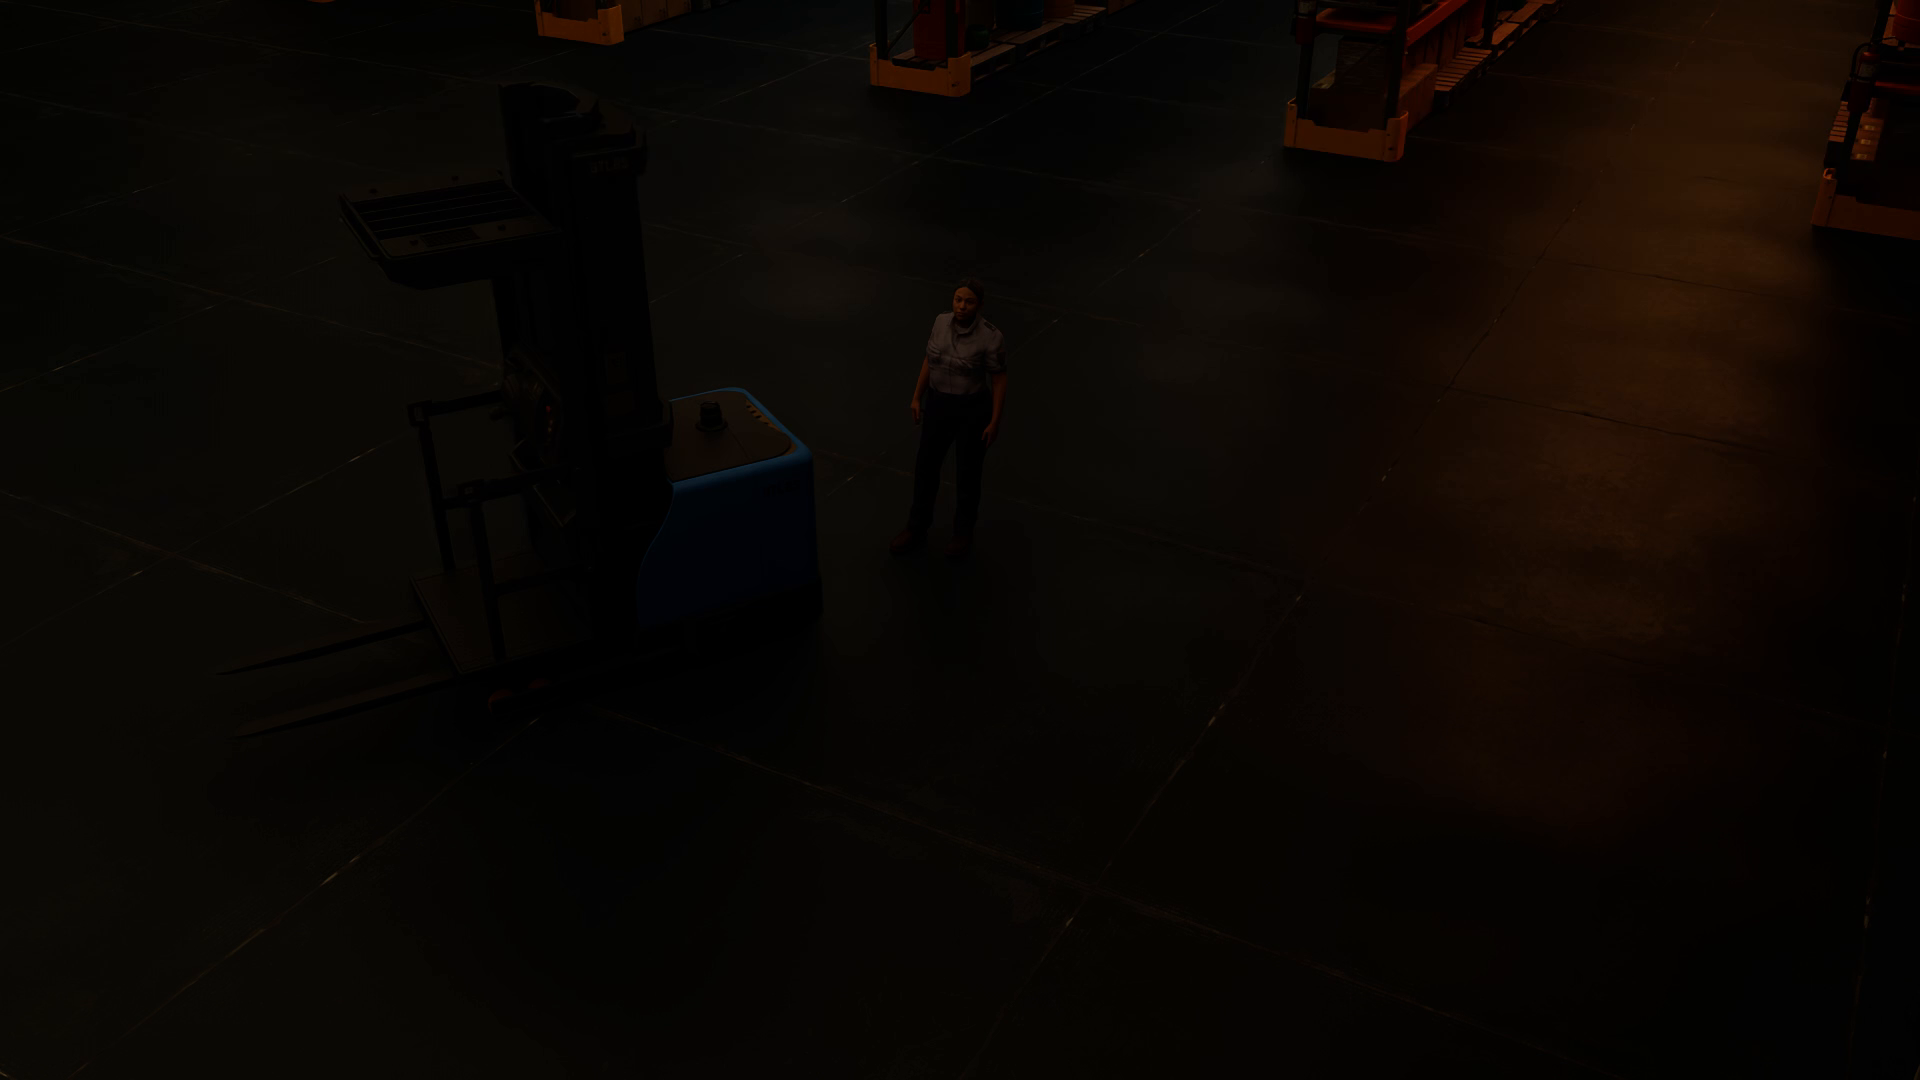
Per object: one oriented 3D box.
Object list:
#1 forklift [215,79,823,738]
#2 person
[{"bbox_3d":[-2.296,-0.651,8.199,3.031,2.935,1.130,-16,33,-25],"label":"forklift"},{"bbox_3d":[-0.064,-0.686,9.529,0.598,1.651,0.502,15,33,25],"label":"person"}]
